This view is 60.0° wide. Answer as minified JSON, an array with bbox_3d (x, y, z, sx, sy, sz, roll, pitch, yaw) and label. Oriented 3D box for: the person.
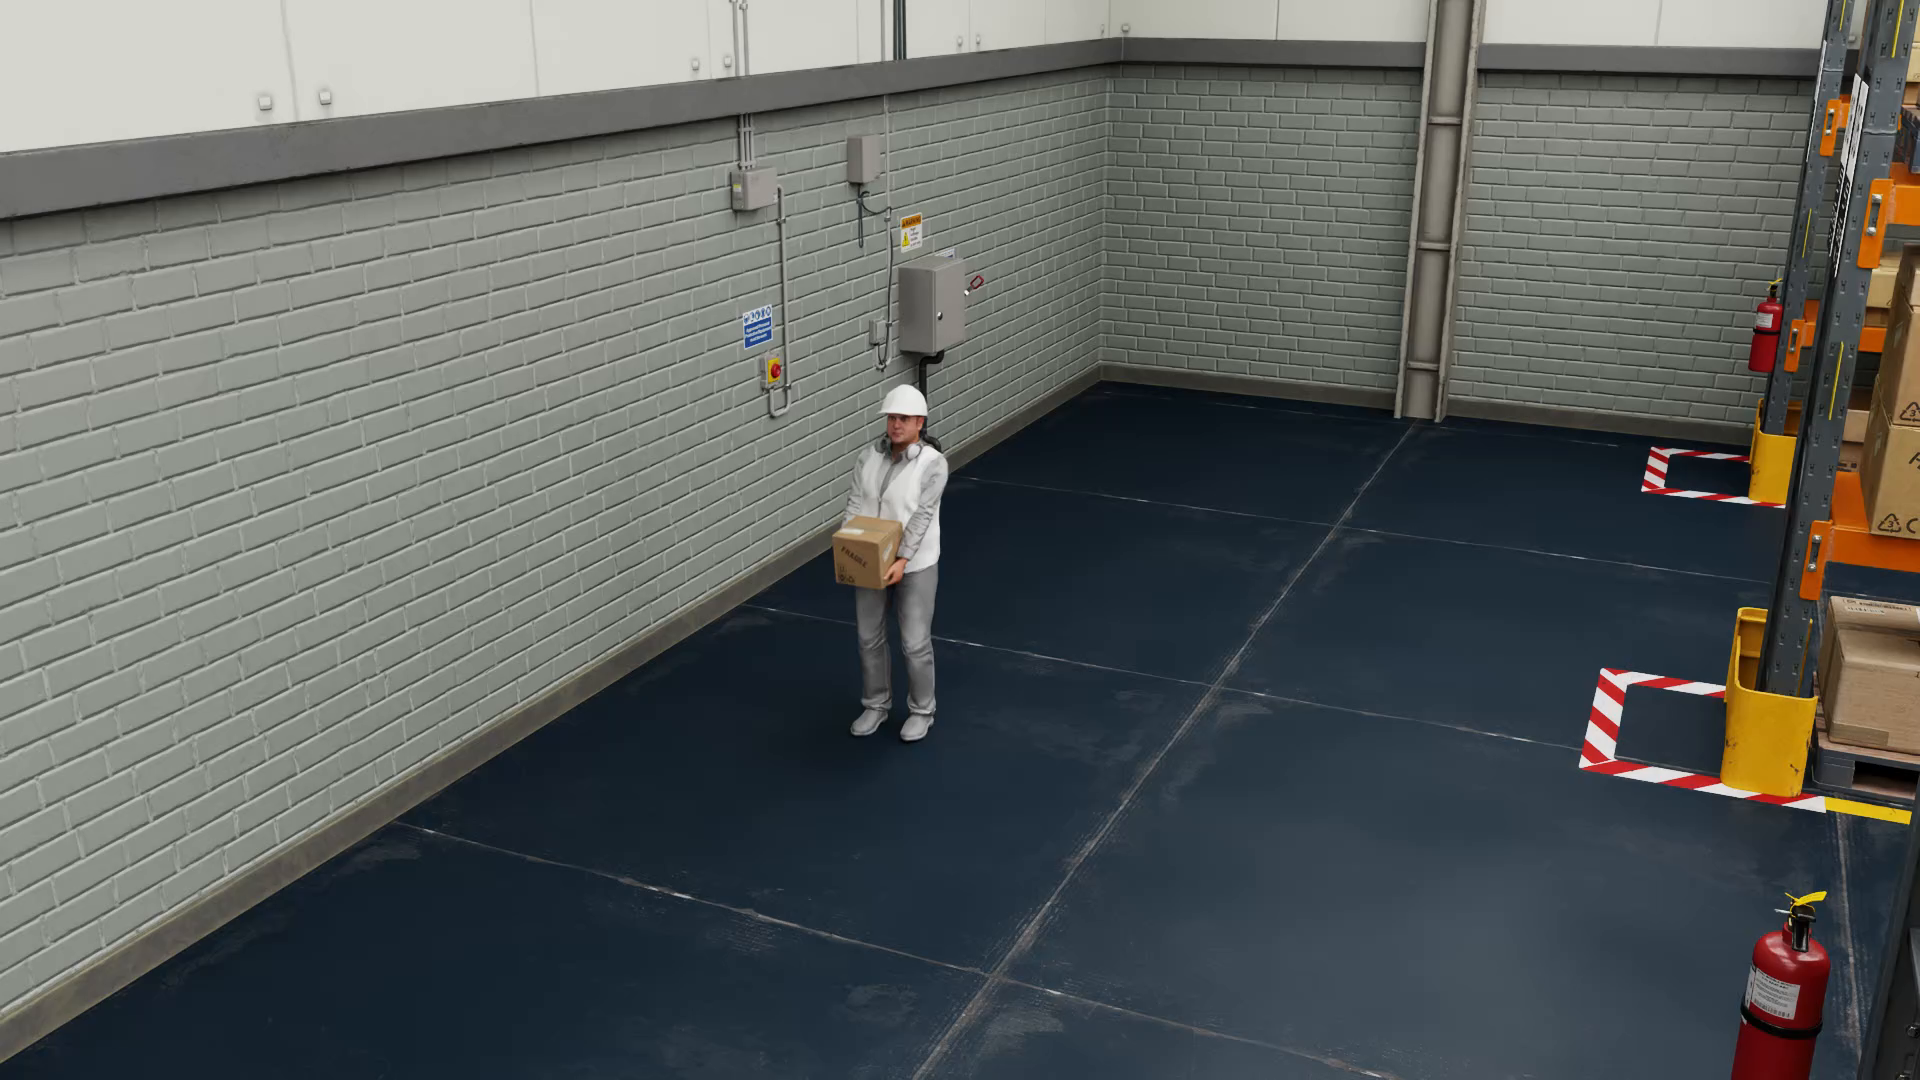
[{"bbox_3d":[-0.338,0.137,8.136,0.494,1.763,0.557,9,21,24],"label":"person"}]
